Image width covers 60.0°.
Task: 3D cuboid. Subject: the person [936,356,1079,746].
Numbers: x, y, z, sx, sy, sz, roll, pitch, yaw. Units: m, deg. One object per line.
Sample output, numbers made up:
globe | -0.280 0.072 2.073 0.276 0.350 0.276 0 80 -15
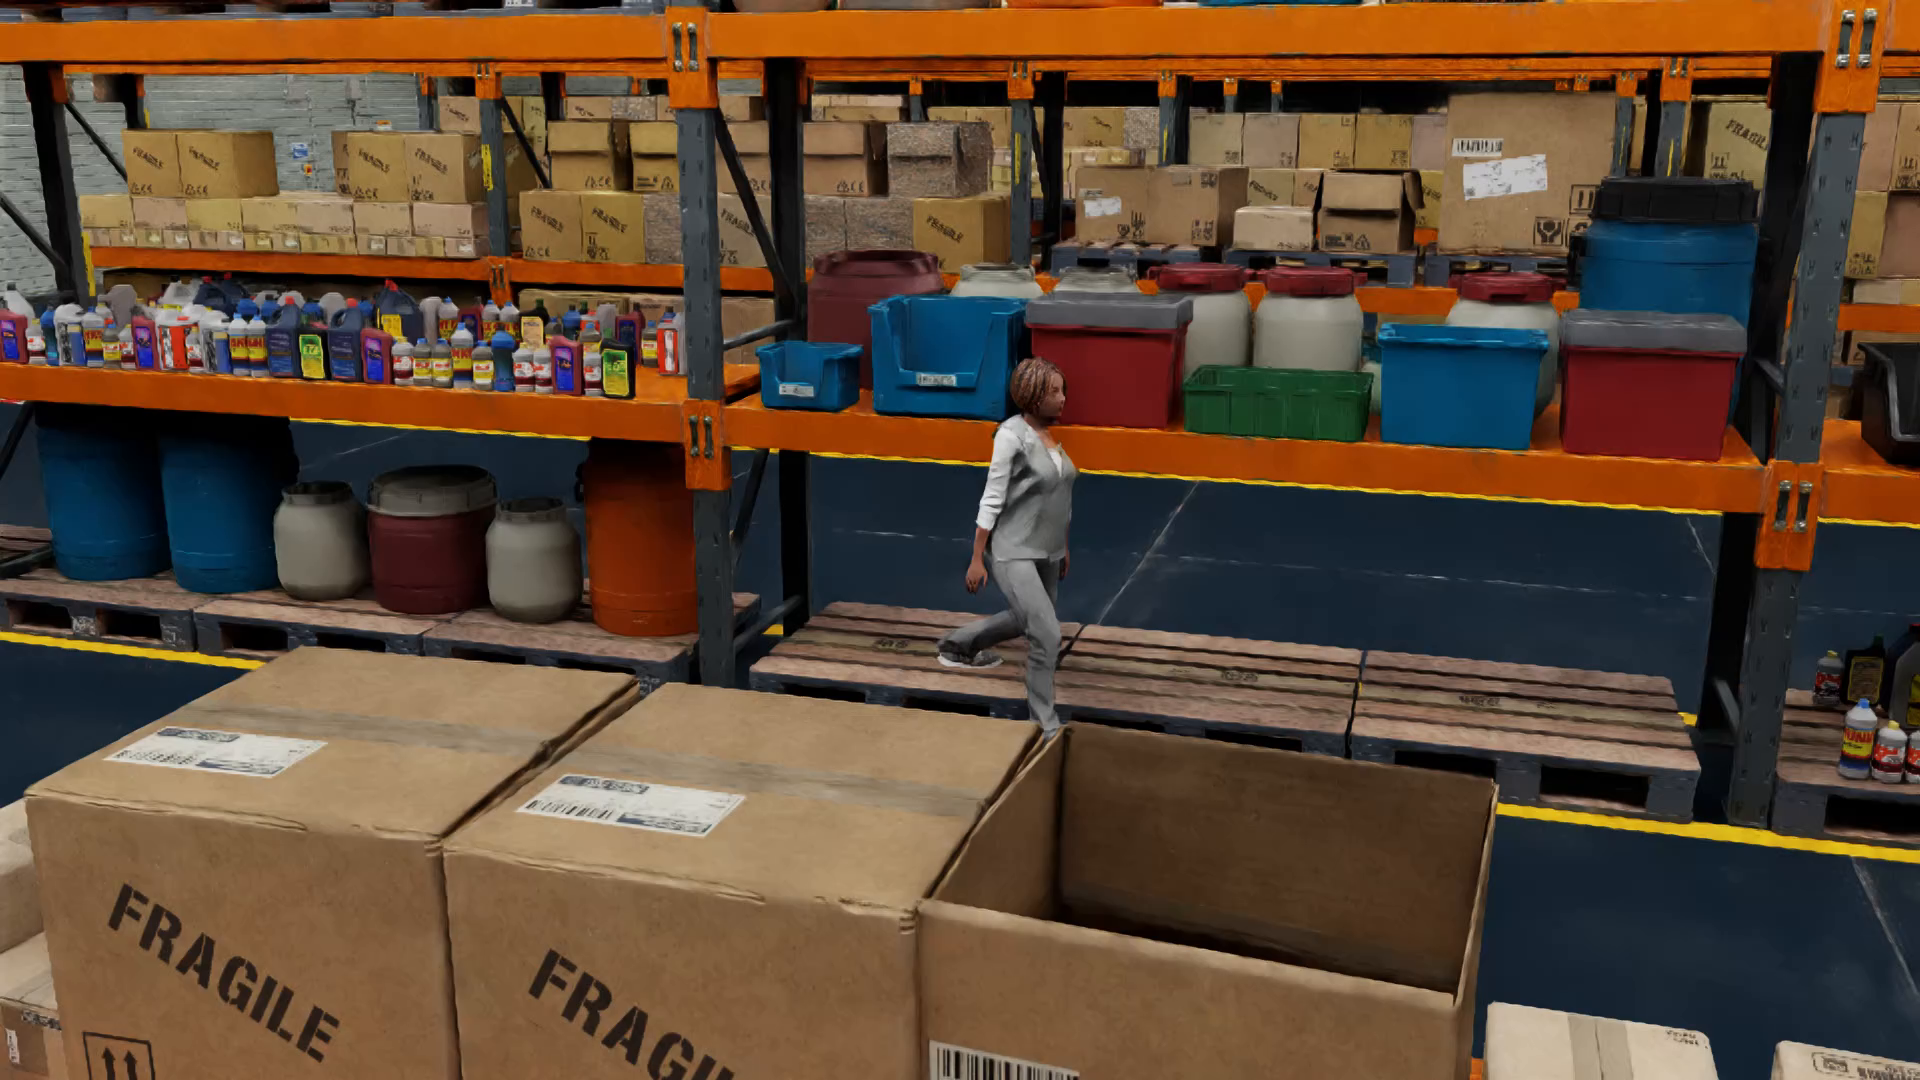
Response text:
person | 0.218 0.036 6.479 0.879 1.545 0.457 12 19 37
